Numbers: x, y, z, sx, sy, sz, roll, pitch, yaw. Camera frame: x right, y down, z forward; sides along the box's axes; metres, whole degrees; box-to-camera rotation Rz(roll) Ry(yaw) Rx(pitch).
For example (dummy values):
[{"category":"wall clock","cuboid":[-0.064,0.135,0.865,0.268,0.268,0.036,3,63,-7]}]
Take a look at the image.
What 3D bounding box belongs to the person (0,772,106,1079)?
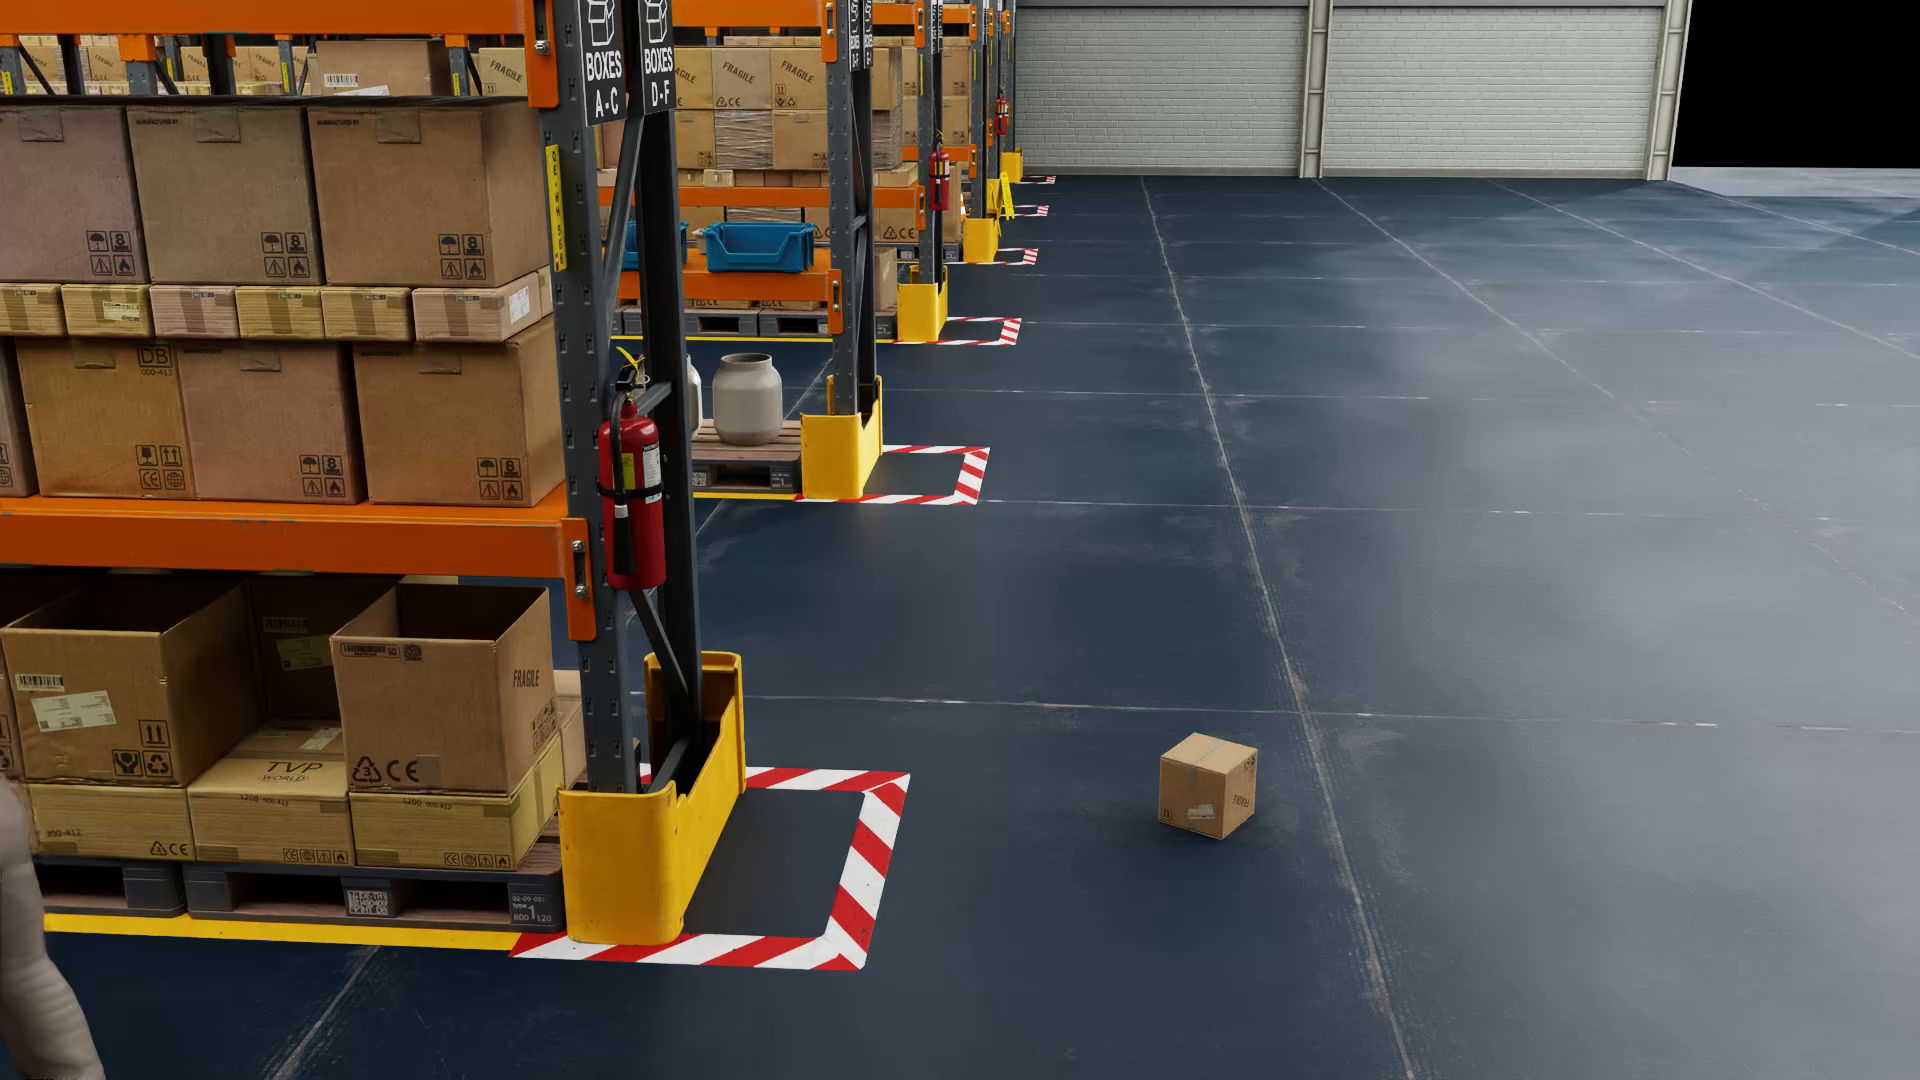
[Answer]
[{"category":"person","cuboid":[-2.403,0.737,3.799,0.724,1.790,0.573,1,17,3]}]
